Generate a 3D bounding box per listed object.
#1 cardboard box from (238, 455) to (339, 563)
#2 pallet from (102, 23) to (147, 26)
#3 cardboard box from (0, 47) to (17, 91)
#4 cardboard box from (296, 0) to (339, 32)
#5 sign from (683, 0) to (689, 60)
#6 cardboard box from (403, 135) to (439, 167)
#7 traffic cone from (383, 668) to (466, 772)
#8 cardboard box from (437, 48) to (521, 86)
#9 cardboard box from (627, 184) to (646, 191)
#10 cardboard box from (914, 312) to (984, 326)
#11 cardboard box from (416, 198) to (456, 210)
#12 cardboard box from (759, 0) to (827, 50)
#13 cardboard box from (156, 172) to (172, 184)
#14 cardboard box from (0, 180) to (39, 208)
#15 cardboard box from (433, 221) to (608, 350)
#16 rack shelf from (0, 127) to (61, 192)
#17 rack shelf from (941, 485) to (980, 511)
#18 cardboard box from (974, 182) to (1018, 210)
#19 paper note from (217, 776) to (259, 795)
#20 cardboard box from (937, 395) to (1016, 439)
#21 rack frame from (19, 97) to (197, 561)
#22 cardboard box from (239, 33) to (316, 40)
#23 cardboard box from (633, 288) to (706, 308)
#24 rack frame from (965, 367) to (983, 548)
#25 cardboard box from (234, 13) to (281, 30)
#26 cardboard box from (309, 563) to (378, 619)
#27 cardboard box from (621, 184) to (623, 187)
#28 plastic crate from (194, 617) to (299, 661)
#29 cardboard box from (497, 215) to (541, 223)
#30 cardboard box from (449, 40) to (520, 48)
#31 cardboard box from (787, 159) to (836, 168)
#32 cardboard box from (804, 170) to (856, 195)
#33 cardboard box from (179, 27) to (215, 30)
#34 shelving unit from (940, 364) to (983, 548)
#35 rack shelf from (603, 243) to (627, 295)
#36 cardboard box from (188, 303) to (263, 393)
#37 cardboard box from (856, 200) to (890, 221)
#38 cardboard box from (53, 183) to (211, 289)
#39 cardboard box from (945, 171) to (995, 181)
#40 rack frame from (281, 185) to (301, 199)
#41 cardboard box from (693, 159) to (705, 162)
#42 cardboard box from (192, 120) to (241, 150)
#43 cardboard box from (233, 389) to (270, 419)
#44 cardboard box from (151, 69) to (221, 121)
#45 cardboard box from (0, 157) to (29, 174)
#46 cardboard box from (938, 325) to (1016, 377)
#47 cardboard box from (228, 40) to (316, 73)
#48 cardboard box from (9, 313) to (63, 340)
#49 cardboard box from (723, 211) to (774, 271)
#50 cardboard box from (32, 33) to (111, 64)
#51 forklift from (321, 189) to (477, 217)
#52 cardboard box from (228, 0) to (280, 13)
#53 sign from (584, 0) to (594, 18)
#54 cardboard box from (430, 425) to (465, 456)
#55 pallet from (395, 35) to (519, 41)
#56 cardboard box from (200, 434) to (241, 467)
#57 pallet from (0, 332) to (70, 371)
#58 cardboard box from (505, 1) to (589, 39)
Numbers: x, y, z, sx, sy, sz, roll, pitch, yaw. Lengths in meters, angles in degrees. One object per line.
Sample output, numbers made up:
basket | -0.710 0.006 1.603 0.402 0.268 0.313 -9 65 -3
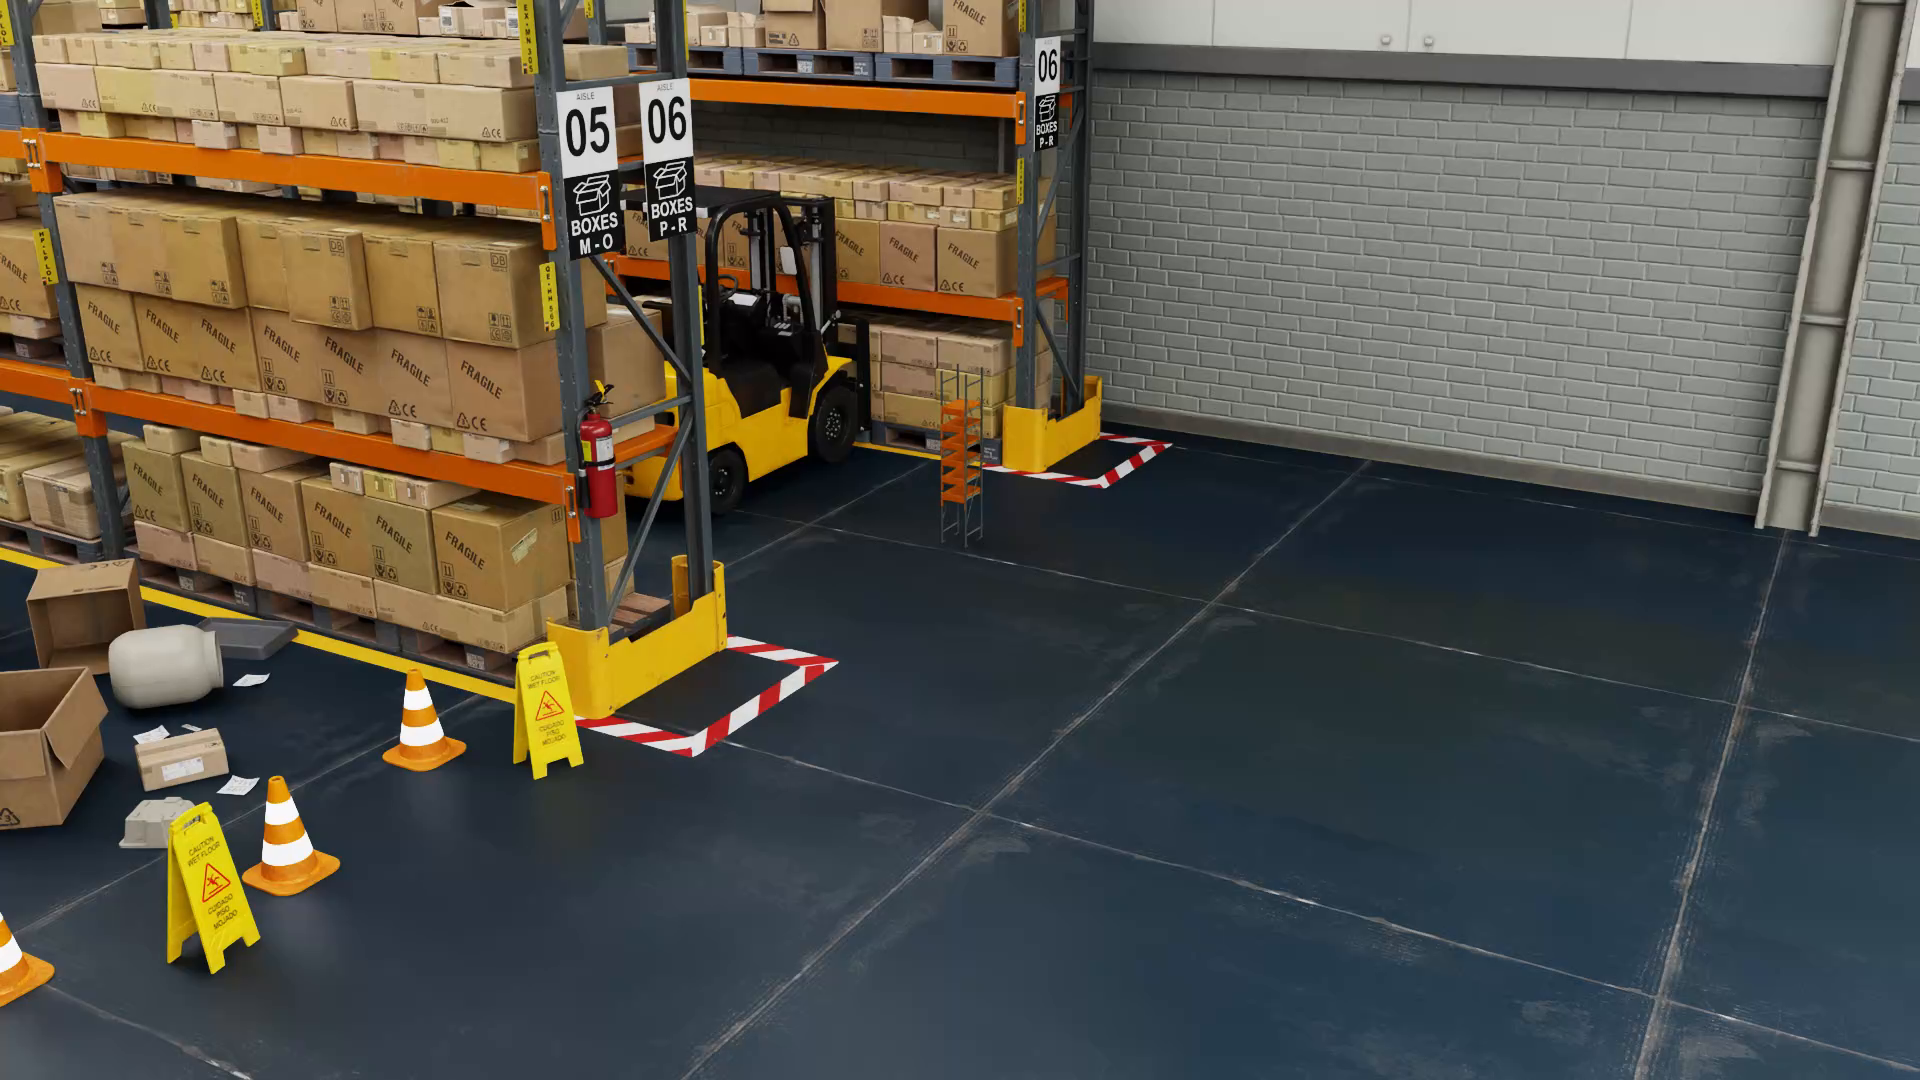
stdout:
cardboard box | -3.881 -0.217 9.882 0.500 0.500 0.500 12 23 30
pallet | -9.221 -5.312 17.487 1.003 0.211 1.213 11 23 27
cardboard box | -5.770 -2.902 10.171 0.500 0.250 0.500 10 22 26
cardboard box | -5.750 -4.963 15.339 0.500 0.500 0.500 11 23 28
sign | -1.432 -2.628 8.531 0.005 0.325 0.100 11 23 27
cardboard box | -2.594 -2.000 8.448 0.250 0.149 0.380 12 23 29
traffic cone | -2.701 0.860 8.317 0.334 0.463 0.336 11 23 27
cardboard box | -2.343 -2.335 8.204 0.250 0.149 0.380 11 23 28
cardboard box | -2.622 -3.010 14.165 0.250 0.149 0.380 10 22 26
cardboard box | -0.045 -1.717 13.650 0.500 0.250 0.500 11 23 27
cardboard box | -4.652 -3.219 15.326 0.500 0.250 0.500 11 23 28
cardboard box | -1.122 -4.137 13.058 0.637 0.503 0.797 12 23 29
cardboard box | -7.779 -3.917 16.996 0.637 0.503 0.797 10 22 26
cardboard box | -6.426 -2.333 11.249 0.250 0.149 0.380 12 23 30
cardboard box | -2.249 -1.322 8.562 0.500 0.500 0.700 10 22 26
rack shelf | -6.935 -2.715 11.108 4.000 0.370 1.077 11 23 27
rack shelf | 0.013 -0.294 11.251 0.180 0.103 0.258 11 23 27
cardboard box | 0.305 -2.612 12.634 0.250 0.149 0.380 11 23 27
paper note | -3.493 1.186 8.052 0.142 0.019 0.148 3 20 9
cardboard box | 0.156 -1.013 13.175 0.500 0.250 0.500 11 23 28
rack frame | -5.189 -1.311 10.580 0.127 3.000 1.000 11 23 27
cardboard box | -3.889 -2.821 9.544 0.250 0.149 0.380 10 22 26
cardboard box | -2.502 -1.990 14.402 0.500 0.250 0.500 10 22 26
rack frame | 0.093 -0.546 11.112 0.006 1.200 0.240 11 23 27
cardboard box | -6.691 -4.969 15.900 0.250 0.149 0.380 11 23 28
cardboard box | -3.442 0.221 9.772 0.500 0.250 0.500 10 22 25
cardboard box | -2.974 -3.263 14.864 0.250 0.149 0.380 10 22 26
plastic crate | -4.218 0.567 9.685 0.583 0.080 0.402 3 20 9
cardboard box | -3.781 -2.806 14.923 0.500 0.250 0.500 11 22 27
cardboard box | -2.507 -2.593 8.915 0.250 0.149 0.380 11 23 27
cardboard box | -1.243 -3.095 13.965 0.250 0.149 0.380 11 22 27
cardboard box | -1.037 -2.866 13.332 0.250 0.149 0.380 11 23 28
cardboard box | -7.269 -4.890 16.269 0.500 0.250 0.500 11 23 27
shelving unit | 0.013 -0.562 11.154 0.189 1.200 0.258 11 23 27
rack shelf | -4.518 -2.783 15.695 4.000 0.370 1.077 11 23 27
cardboard box | -4.059 -1.177 9.629 0.500 0.500 0.500 11 22 27
cardboard box | -0.620 -2.620 13.091 0.250 0.149 0.380 10 22 26
cardboard box | -4.911 -1.830 9.962 0.500 0.500 0.700 11 22 27
cardboard box | 0.082 -2.828 13.229 0.250 0.149 0.380 11 23 28
rack frame | -6.264 -3.454 16.489 0.127 3.000 1.000 11 23 27
cardboard box | -2.357 -3.128 14.056 0.250 0.149 0.380 11 23 28
cardboard box | -3.954 -2.237 9.104 0.250 0.149 0.380 10 22 26
cardboard box | -3.958 -0.829 9.621 0.250 0.149 0.380 11 23 28
cardboard box | -4.053 -2.465 9.147 0.500 0.250 0.500 11 23 28
cardboard box | -10.319 -4.201 18.331 0.500 0.250 0.500 11 23 29
cardboard box | 0.166 -1.482 13.003 0.500 0.250 0.500 12 23 29
cardboard box | -3.676 -2.594 8.918 0.250 0.149 0.380 11 23 28
cardboard box | -5.773 -1.393 10.560 0.250 0.149 0.380 11 23 28
cardboard box | -1.606 -2.519 13.764 0.500 0.500 0.500 11 22 27
cardboard box | -5.073 -2.828 9.563 0.250 0.149 0.380 10 22 26
forklift | -3.962 -1.868 12.216 1.130 2.935 3.031 -14 24 -33
cardboard box | -6.708 -5.090 15.799 0.250 0.149 0.380 12 23 29
sign | -3.028 -4.427 13.552 0.005 0.325 0.100 11 23 27
cardboard box | -2.616 -0.584 8.945 0.250 0.149 0.380 10 22 26
pallet | -4.650 -4.504 15.261 1.213 0.211 1.003 12 23 30
cardboard box | -4.276 -0.571 9.906 0.250 0.149 0.380 12 23 29
pallet | -5.785 -1.391 11.082 1.213 0.211 1.003 11 23 27
cardboard box | -3.522 -4.449 14.202 0.500 0.311 0.500 10 22 26
